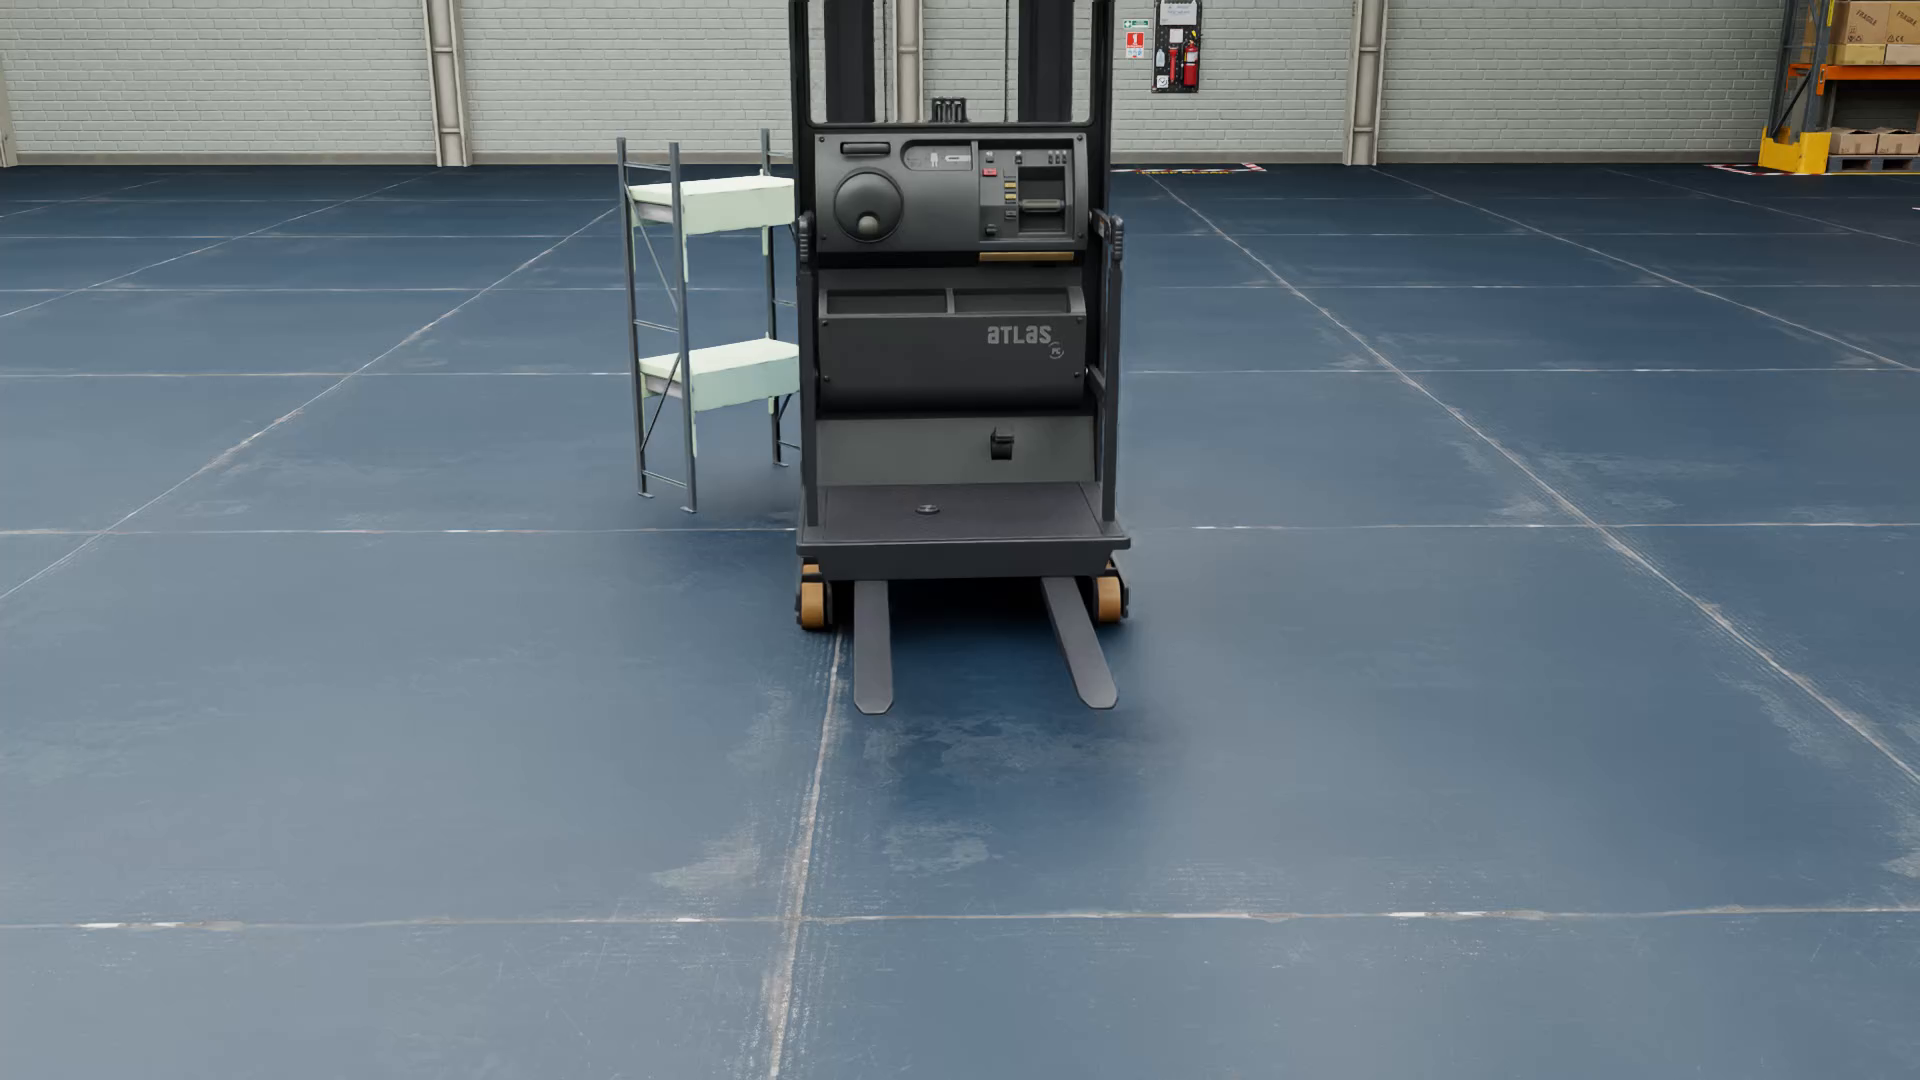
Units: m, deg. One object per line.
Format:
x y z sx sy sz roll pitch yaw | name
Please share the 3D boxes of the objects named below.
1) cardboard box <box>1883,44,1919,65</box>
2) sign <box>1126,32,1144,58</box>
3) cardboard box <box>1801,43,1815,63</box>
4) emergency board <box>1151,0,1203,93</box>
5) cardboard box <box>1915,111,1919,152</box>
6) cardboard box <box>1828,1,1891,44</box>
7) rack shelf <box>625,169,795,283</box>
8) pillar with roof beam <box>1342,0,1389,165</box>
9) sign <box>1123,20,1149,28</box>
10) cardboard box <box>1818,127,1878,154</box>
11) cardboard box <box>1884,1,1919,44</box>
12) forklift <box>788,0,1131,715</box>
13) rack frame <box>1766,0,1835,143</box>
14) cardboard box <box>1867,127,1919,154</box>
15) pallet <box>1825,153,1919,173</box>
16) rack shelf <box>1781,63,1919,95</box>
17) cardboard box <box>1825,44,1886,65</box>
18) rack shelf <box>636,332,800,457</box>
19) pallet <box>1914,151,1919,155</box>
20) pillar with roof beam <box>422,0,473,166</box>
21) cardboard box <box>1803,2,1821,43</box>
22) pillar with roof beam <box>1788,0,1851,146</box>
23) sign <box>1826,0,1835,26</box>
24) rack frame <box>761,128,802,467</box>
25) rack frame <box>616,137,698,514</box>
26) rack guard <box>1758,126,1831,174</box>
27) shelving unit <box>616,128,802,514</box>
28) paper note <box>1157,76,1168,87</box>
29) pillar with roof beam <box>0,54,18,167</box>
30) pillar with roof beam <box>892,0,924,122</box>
11.647 -6.056 20.728 0.500 0.250 0.500 -1 18 -3 | cardboard box
2.296 -6.490 21.809 0.234 0.329 0.001 0 18 -1 | sign
11.099 -6.205 21.193 0.500 0.250 0.500 0 18 0 | cardboard box
2.850 -6.444 21.725 0.643 1.169 0.194 0 18 -1 | emergency board
12.632 -5.192 21.193 0.500 0.500 0.700 -1 18 -4 | cardboard box
11.117 -6.411 20.608 0.500 0.500 0.500 0 18 -1 | cardboard box
-0.976 -1.318 6.924 0.720 0.370 0.431 -17 24 -42 | rack shelf
5.390 -7.986 16.710 0.400 9.000 9.100 0 18 -1 | pillar with roof beam
2.301 -6.739 21.720 0.331 0.109 0.001 0 18 -1 | sign
11.328 -5.111 21.250 0.500 0.311 0.500 -2 18 -7 | cardboard box
11.611 -6.411 20.606 0.500 0.500 0.500 0 18 -1 | cardboard box
-0.013 -1.194 5.471 1.130 2.935 3.031 -1 18 -3 | forklift
10.635 -6.206 20.982 0.127 3.000 1.000 0 18 -1 | rack frame
11.898 -5.113 21.258 0.500 0.311 0.500 1 18 4 | cardboard box
11.524 -4.871 21.387 1.213 0.211 1.003 0 18 -1 | pallet
12.635 -5.873 21.122 4.000 0.370 1.077 0 18 -1 | rack shelf
11.128 -6.049 20.707 0.500 0.250 0.500 -1 18 -2 | cardboard box
-0.976 -0.636 7.143 0.720 0.370 0.431 -17 24 -42 | rack shelf
12.741 -4.876 21.403 1.213 0.211 1.003 0 18 -1 | pallet
-6.609 -7.928 16.530 0.400 9.000 9.100 0 18 -1 | pillar with roof beam
11.103 -6.568 21.096 0.500 0.500 0.500 0 18 -1 | cardboard box
11.389 -8.015 16.801 0.400 9.000 9.100 0 18 -1 | pillar with roof beam
10.644 -6.452 20.333 0.005 0.325 0.100 0 18 -1 | sign
-0.714 -1.025 7.287 0.023 1.500 0.400 -17 24 -42 | rack frame
-1.237 -0.868 6.799 0.023 1.500 0.400 -17 24 -42 | rack frame
10.711 -5.016 21.365 0.348 0.500 1.175 0 18 -1 | rack guard
-0.976 -0.947 7.043 0.755 1.500 0.431 -17 24 -42 | shelving unit
2.672 -6.045 21.922 0.142 0.148 0.016 0 18 -1 | paper note
-12.608 -7.899 16.440 0.400 9.000 9.100 0 18 -1 | pillar with roof beam
-0.609 -7.957 16.620 0.400 9.000 9.100 0 18 -1 | pillar with roof beam
